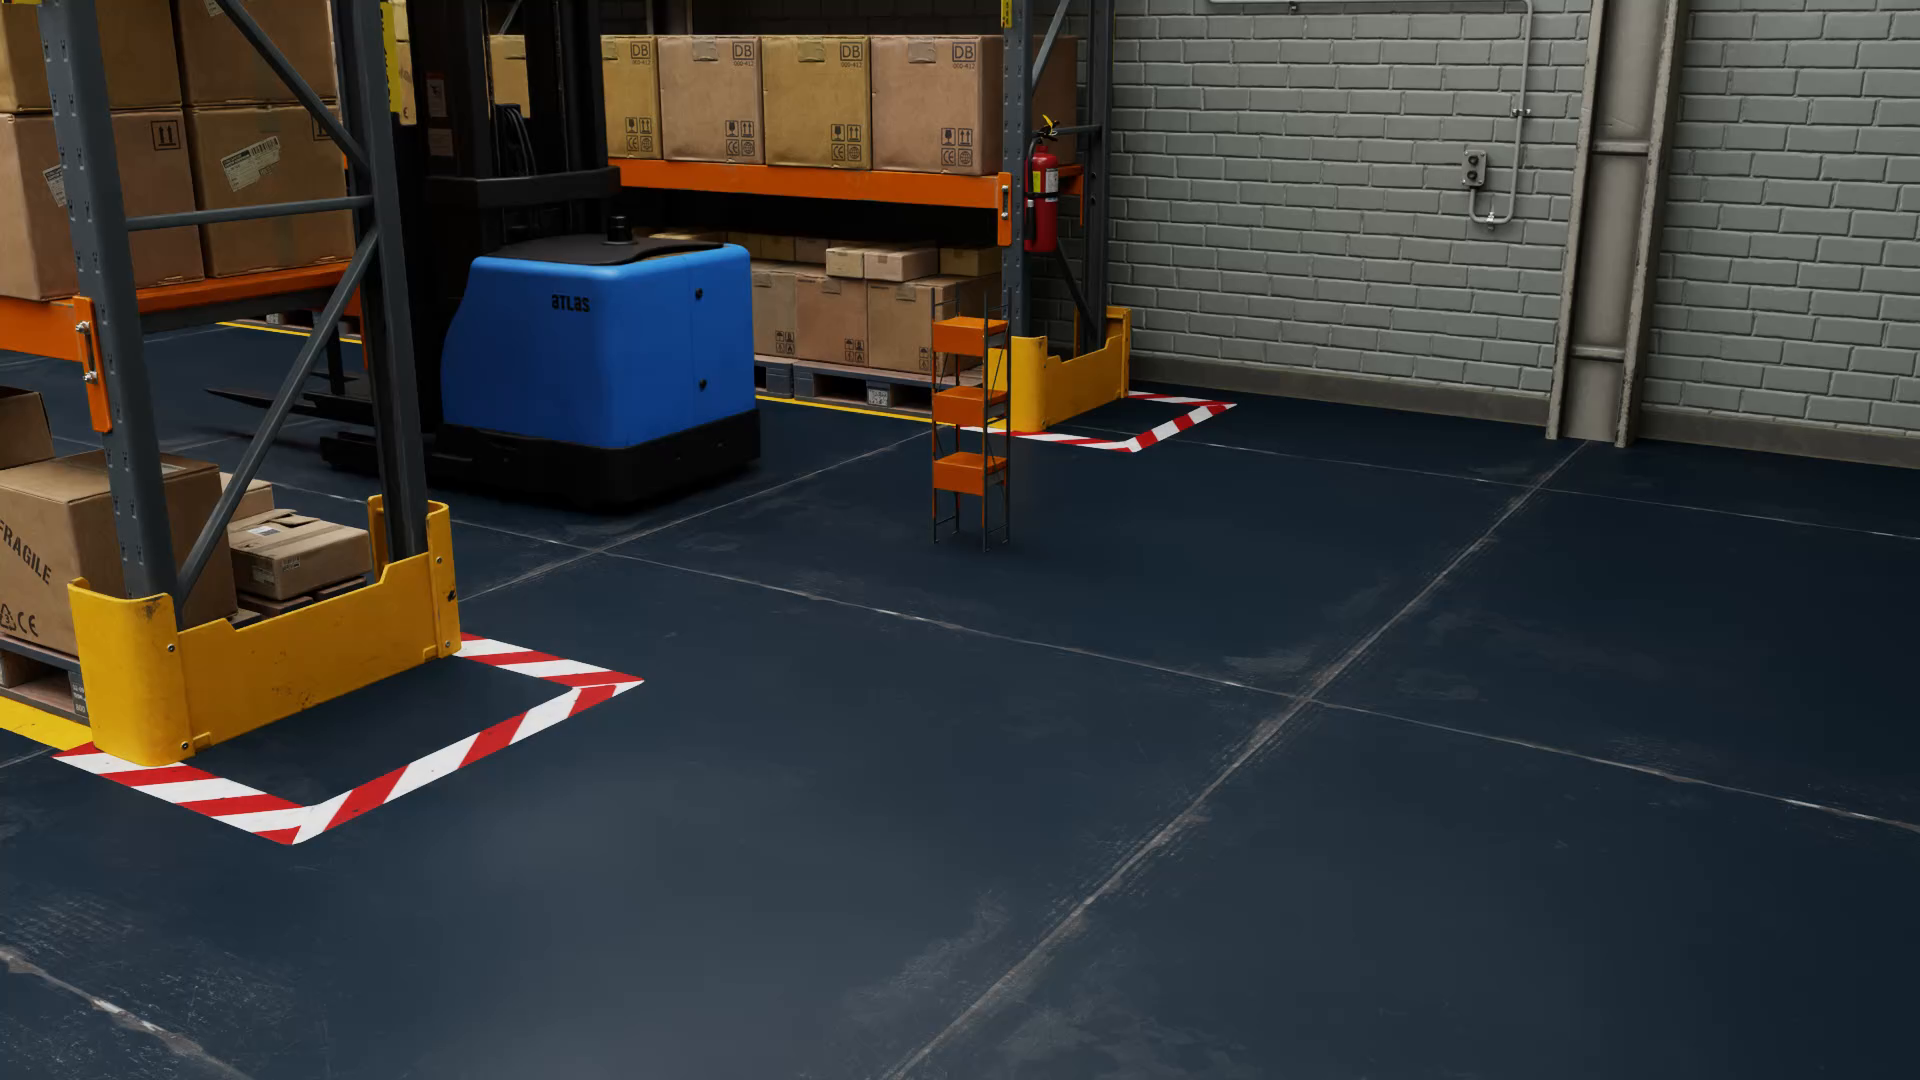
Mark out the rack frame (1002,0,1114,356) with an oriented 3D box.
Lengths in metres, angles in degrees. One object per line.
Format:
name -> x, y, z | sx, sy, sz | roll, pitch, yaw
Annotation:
rack frame -> 0.529, -2.166, 8.852 | 0.127, 3.000, 1.000 | 10, 20, 30

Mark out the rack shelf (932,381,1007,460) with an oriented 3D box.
rack shelf -> 0.046, -0.484, 6.705 | 0.240, 0.259, 0.215 | 10, 20, 30

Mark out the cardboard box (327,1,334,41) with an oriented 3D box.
cardboard box -> -3.842, -3.421, 10.975 | 0.500, 0.250, 0.500 | 11, 20, 31

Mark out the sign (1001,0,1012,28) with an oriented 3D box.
sign -> 0.233, -2.702, 8.214 | 0.005, 0.325, 0.100 | 10, 20, 30

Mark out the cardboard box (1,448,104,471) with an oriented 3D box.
cardboard box -> -3.228, -0.139, 6.152 | 0.500, 0.250, 0.500 | 10, 20, 30

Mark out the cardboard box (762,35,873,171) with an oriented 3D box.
cardboard box -> -0.537, -2.493, 9.411 | 0.700, 0.700, 0.980 | 10, 20, 30

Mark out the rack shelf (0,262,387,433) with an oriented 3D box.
rack shelf -> -3.765, -0.899, 5.918 | 4.000, 0.370, 1.077 | 10, 20, 30

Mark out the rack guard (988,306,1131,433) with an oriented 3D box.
rack guard -> 0.549, -0.967, 9.204 | 0.348, 0.500, 1.175 | 10, 20, 30

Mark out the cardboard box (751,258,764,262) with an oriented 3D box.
cardboard box -> -1.434, -1.485, 10.186 | 0.500, 0.500, 0.700 | 11, 20, 31

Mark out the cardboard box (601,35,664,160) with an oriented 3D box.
cardboard box -> -1.807, -2.719, 10.157 | 0.700, 0.700, 0.980 | 10, 19, 29

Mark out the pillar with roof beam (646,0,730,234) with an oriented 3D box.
pillar with roof beam -> -4.084, -4.687, 6.828 | 0.400, 9.000, 9.100 | 10, 20, 30

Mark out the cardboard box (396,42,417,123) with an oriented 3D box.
cardboard box -> -3.405, -2.982, 10.820 | 0.500, 0.500, 0.500 | 10, 19, 29

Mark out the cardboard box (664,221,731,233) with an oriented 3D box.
cardboard box -> -1.641, -1.903, 10.446 | 0.250, 0.149, 0.380 | 9, 19, 28

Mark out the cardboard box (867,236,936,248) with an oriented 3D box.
cardboard box -> -0.341, -1.671, 9.683 | 0.250, 0.149, 0.380 | 10, 20, 30

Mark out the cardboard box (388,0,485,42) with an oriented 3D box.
cardboard box -> -3.412, -3.341, 10.711 | 0.500, 0.250, 0.500 | 11, 20, 31

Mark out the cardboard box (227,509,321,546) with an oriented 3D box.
cardboard box -> -2.451, 0.019, 5.775 | 0.250, 0.166, 0.380 | 10, 20, 30

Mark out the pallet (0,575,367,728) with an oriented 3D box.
pallet -> -2.805, 0.263, 5.653 | 1.213, 0.211, 1.003 | 10, 20, 30

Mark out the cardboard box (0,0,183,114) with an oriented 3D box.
cardboard box -> -2.584, -1.465, 4.650 | 0.500, 0.500, 0.500 | 10, 20, 30

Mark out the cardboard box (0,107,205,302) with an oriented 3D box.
cardboard box -> -2.585, -0.988, 4.799 | 0.500, 0.500, 0.500 | 11, 20, 32

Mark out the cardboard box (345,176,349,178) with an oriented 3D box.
cardboard box -> -4.987, -2.276, 12.191 | 0.750, 0.750, 0.750 | 10, 20, 30

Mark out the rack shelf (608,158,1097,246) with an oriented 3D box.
rack shelf -> -1.176, -2.126, 9.958 | 4.000, 0.370, 1.077 | 10, 20, 30

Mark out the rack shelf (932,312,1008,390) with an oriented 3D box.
rack shelf -> 0.046, -0.756, 6.622 | 0.240, 0.259, 0.215 | 10, 20, 30

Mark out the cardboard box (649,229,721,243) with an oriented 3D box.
cardboard box -> -1.655, -1.774, 10.024 | 0.250, 0.149, 0.380 | 9, 19, 28

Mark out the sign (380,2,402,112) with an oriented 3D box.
sign -> -1.777, -1.488, 5.128 | 0.005, 0.325, 0.100 | 10, 20, 30

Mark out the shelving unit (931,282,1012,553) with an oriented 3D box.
shelving unit -> 0.046, -0.494, 6.702 | 0.252, 1.050, 0.215 | 10, 20, 30

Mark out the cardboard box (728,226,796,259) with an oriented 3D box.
cardboard box -> -1.206, -1.825, 10.190 | 0.250, 0.149, 0.380 | 10, 19, 29

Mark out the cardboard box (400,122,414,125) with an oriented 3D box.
cardboard box -> -3.544, -2.678, 10.935 | 0.250, 0.149, 0.380 | 11, 20, 31

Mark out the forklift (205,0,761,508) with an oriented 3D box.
forklift -> -2.482, -1.837, 7.884 | 3.031, 2.935, 1.130 | 10, 19, 29

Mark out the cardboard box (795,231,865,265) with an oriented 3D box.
cardboard box -> -0.771, -1.747, 9.935 | 0.250, 0.149, 0.380 | 10, 20, 31

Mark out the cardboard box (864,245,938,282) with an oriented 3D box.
cardboard box -> -0.325, -1.538, 9.245 | 0.250, 0.149, 0.380 | 10, 19, 29

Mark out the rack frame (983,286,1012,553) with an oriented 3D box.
rack frame -> 0.150, -0.476, 6.641 | 0.008, 1.050, 0.200 | 10, 20, 30

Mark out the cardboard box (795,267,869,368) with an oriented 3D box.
cardboard box -> -0.547, -1.329, 9.674 | 0.500, 0.500, 0.700 | 10, 20, 30

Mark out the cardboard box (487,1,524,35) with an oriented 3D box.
cardboard box -> -3.135, -3.468, 11.128 | 0.500, 0.250, 0.500 | 11, 20, 32

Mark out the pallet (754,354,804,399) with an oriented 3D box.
pallet -> -1.229, -1.120, 10.206 | 1.213, 0.211, 1.003 | 10, 20, 30

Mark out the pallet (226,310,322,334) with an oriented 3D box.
pallet -> -4.621, -1.725, 12.196 | 1.213, 0.211, 1.003 | 10, 20, 30

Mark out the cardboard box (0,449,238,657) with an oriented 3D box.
cardboard box -> -2.653, 0.025, 5.182 | 0.500, 0.500, 0.500 | 10, 20, 30
